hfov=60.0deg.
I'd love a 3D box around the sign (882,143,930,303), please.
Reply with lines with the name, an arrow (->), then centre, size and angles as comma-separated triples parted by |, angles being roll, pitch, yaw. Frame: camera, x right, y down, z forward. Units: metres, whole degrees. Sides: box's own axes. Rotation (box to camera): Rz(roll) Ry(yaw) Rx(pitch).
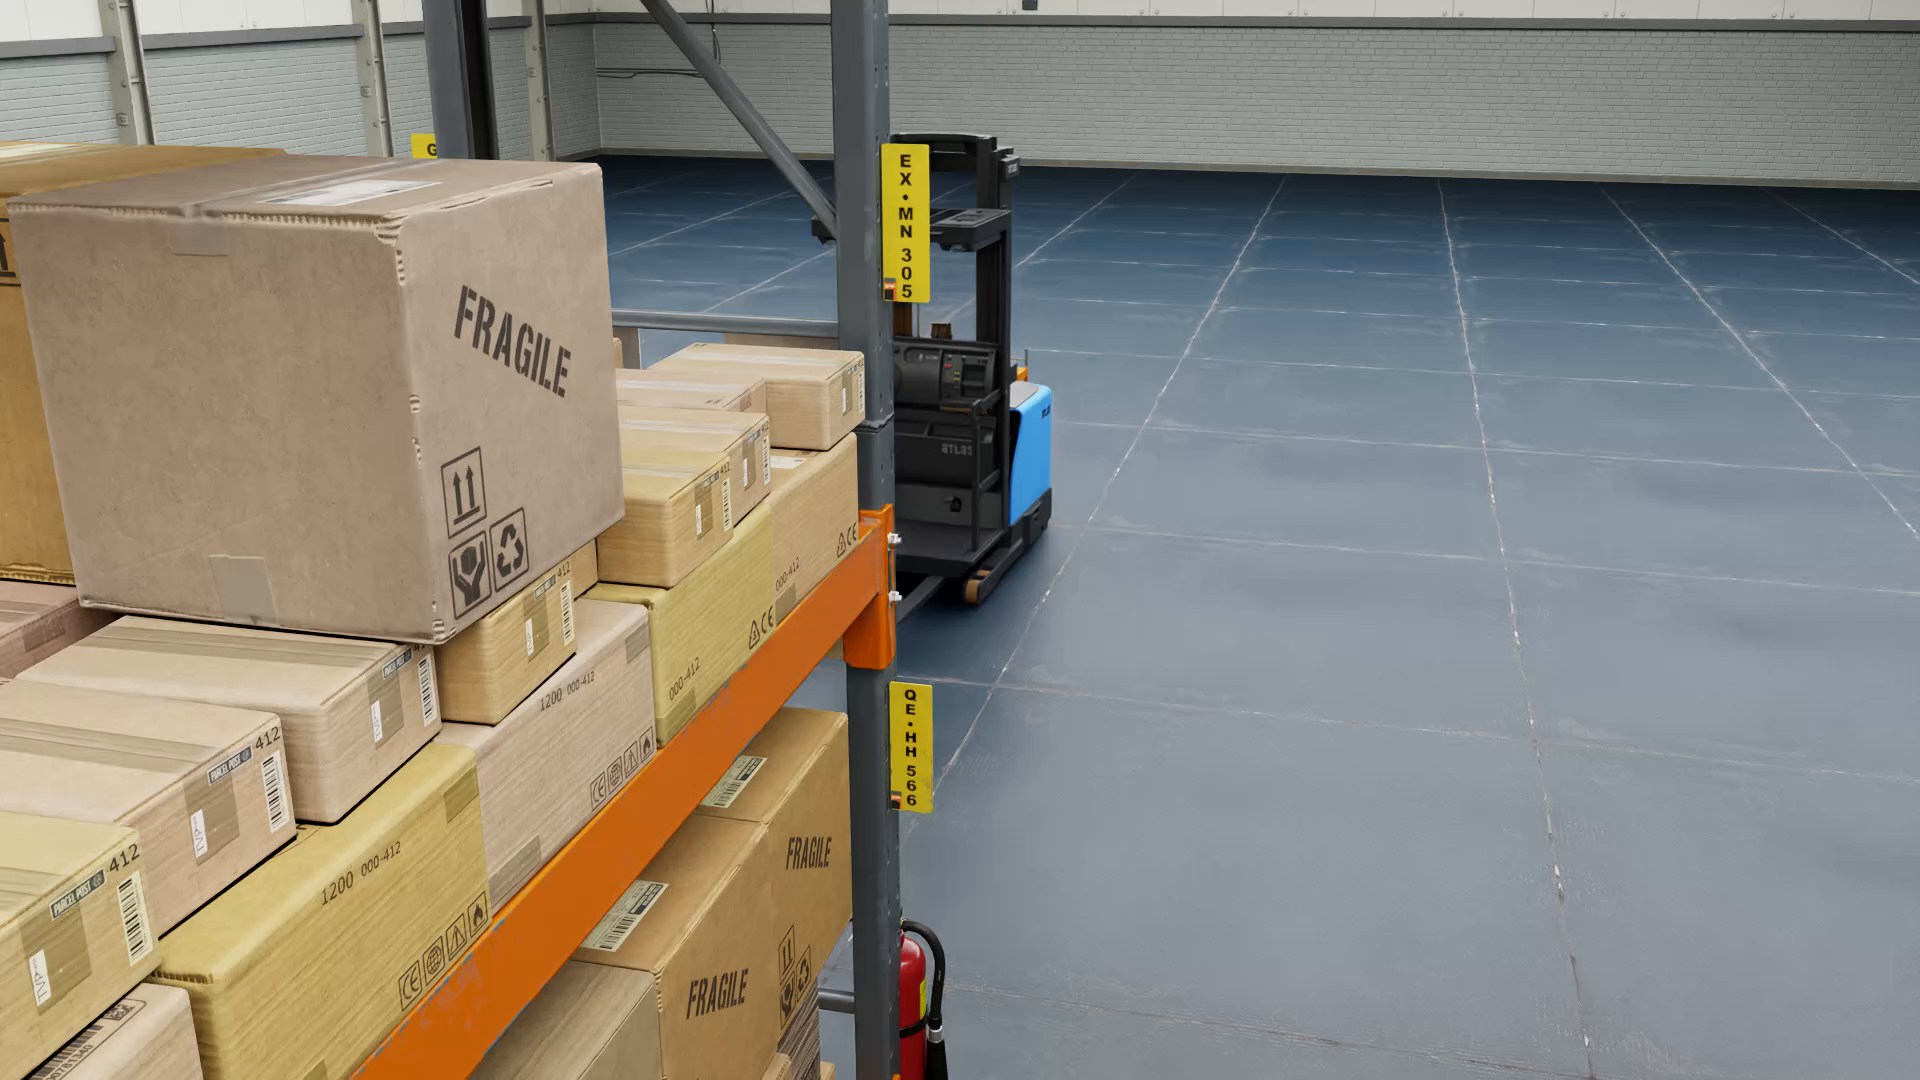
sign -> -0.112, -0.658, 3.464 | 0.100, 0.325, 0.005 | 5, 19, 13

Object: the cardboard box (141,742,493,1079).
cardboard box -> -0.888, 0.428, 1.887 | 0.500, 0.250, 0.500 | 4, 19, 12

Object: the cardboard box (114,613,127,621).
cardboard box -> -1.288, 0.066, 2.328 | 0.380, 0.149, 0.250 | 4, 19, 11

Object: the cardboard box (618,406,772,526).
cardboard box -> -0.549, -0.129, 2.898 | 0.380, 0.149, 0.250 | 4, 19, 11

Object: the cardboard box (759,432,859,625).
cardboard box -> -0.517, -0.047, 3.276 | 0.500, 0.250, 0.500 | 5, 20, 15

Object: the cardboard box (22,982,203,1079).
cardboard box -> -1.009, 0.593, 1.401 | 0.500, 0.250, 0.500 | 4, 19, 11

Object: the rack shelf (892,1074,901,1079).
rack shelf -> -1.134, 2.097, 2.519 | 1.077, 0.370, 4.000 | 5, 19, 13

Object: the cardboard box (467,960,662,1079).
cardboard box -> -0.782, 0.974, 2.532 | 0.500, 0.500, 0.500 | 5, 19, 13

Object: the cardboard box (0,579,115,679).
cardboard box -> -1.304, 0.148, 2.089 | 0.380, 0.149, 0.250 | 4, 19, 13

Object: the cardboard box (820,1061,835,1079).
cardboard box -> -0.515, 1.355, 3.970 | 0.380, 0.149, 0.250 | 5, 19, 13

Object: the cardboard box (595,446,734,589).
cardboard box -> -0.587, -0.048, 2.662 | 0.380, 0.149, 0.250 | 5, 19, 14

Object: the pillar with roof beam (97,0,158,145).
pillar with roof beam -> -7.541, -8.037, 21.796 | 9.100, 9.000, 0.400 | 5, 19, 13

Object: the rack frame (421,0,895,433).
rack frame -> -0.646, -1.709, 3.269 | 1.000, 3.000, 0.127 | 5, 19, 13

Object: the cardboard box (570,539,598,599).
cardboard box -> -0.768, 0.020, 2.464 | 0.380, 0.149, 0.250 | 5, 19, 14

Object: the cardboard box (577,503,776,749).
cardboard box -> -0.636, 0.110, 2.818 | 0.500, 0.250, 0.500 | 5, 19, 14

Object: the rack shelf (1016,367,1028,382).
rack shelf -> 0.327, -1.205, 12.644 | 0.258, 0.148, 0.480 | 6, 20, 18

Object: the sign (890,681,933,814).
sign -> -0.112, 0.483, 3.853 | 0.100, 0.325, 0.005 | 5, 19, 13

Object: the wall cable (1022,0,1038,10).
wall cable -> 2.420, -13.812, 33.441 | 2.305, 6.003, 0.169 | 5, 19, 13

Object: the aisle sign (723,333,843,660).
aisle sign -> -0.340, -0.096, 3.806 | 0.394, 0.787, 0.004 | 5, 19, 13

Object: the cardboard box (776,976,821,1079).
cardboard box -> -0.807, 1.112, 3.676 | 0.875, 0.500, 0.500 | 5, 19, 13

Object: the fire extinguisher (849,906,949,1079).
fire extinguisher -> -0.171, 1.167, 4.249 | 0.296, 0.674, 0.183 | 5, 19, 13

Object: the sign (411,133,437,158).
sign -> -1.172, -0.746, 3.737 | 0.100, 0.325, 0.005 | 5, 19, 13

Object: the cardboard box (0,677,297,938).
cardboard box -> -0.933, 0.274, 1.719 | 0.380, 0.149, 0.250 | 5, 20, 15

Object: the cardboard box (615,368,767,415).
cardboard box -> -0.588, -0.223, 3.174 | 0.380, 0.149, 0.250 | 4, 19, 12

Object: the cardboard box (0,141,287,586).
cardboard box -> -1.270, -0.270, 2.308 | 0.500, 0.500, 0.500 | 5, 19, 13

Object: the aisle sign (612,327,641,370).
aisle sign -> -0.921, -0.143, 3.944 | 0.394, 0.787, 0.004 | 5, 19, 13

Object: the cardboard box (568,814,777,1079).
cardboard box -> -0.657, 0.818, 2.990 | 0.500, 0.500, 0.500 | 5, 19, 13

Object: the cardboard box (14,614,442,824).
cardboard box -> -0.848, 0.194, 1.953 | 0.380, 0.149, 0.250 | 4, 19, 11

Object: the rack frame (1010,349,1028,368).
rack frame -> 0.407, -0.908, 12.989 | 0.240, 1.200, 0.015 | 6, 20, 18

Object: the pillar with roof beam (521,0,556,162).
pillar with roof beam -> -4.609, -11.798, 32.807 | 9.100, 9.000, 0.400 | 5, 19, 13

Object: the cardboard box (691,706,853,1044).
cardboard box -> -0.540, 0.661, 3.451 | 0.500, 0.500, 0.500 | 5, 19, 13

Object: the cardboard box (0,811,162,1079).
cardboard box -> -0.963, 0.357, 1.475 | 0.380, 0.149, 0.250 | 4, 19, 12

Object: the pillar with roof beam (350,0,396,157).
pillar with roof beam -> -6.075, -9.918, 27.302 | 9.100, 9.000, 0.400 | 5, 19, 13

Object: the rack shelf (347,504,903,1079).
rack shelf -> -1.134, 0.678, 2.034 | 1.077, 0.370, 4.000 | 5, 19, 13

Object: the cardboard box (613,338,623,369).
cardboard box -> -0.937, -0.339, 3.514 | 0.380, 0.149, 0.250 | 5, 19, 13

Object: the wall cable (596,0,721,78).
wall cable -> -6.782, -11.488, 36.702 | 3.097, 2.526, 0.112 | 5, 19, 13

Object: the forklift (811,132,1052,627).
forklift -> -0.279, -1.111, 10.907 | 1.130, 2.935, 3.031 | 6, 20, 18

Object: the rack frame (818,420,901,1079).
rack frame -> -0.646, 1.130, 4.238 | 1.000, 3.000, 0.127 | 5, 19, 13

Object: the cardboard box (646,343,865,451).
cardboard box -> -0.411, -0.295, 3.386 | 0.380, 0.149, 0.250 | 5, 19, 13

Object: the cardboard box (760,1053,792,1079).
cardboard box -> -0.812, 1.278, 3.189 | 0.875, 0.500, 0.500 | 5, 19, 13

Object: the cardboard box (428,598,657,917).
cardboard box -> -0.770, 0.269, 2.349 | 0.500, 0.250, 0.500 | 5, 20, 15

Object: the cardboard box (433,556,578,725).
cardboard box -> -0.736, 0.112, 2.194 | 0.380, 0.149, 0.250 | 4, 19, 11

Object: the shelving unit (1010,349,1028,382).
shelving unit -> 0.327, -0.833, 12.771 | 0.258, 1.200, 0.503 | 6, 20, 18

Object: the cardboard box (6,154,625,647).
cardboard box -> -0.779, -0.208, 2.127 | 0.500, 0.500, 0.500 | 5, 19, 13
